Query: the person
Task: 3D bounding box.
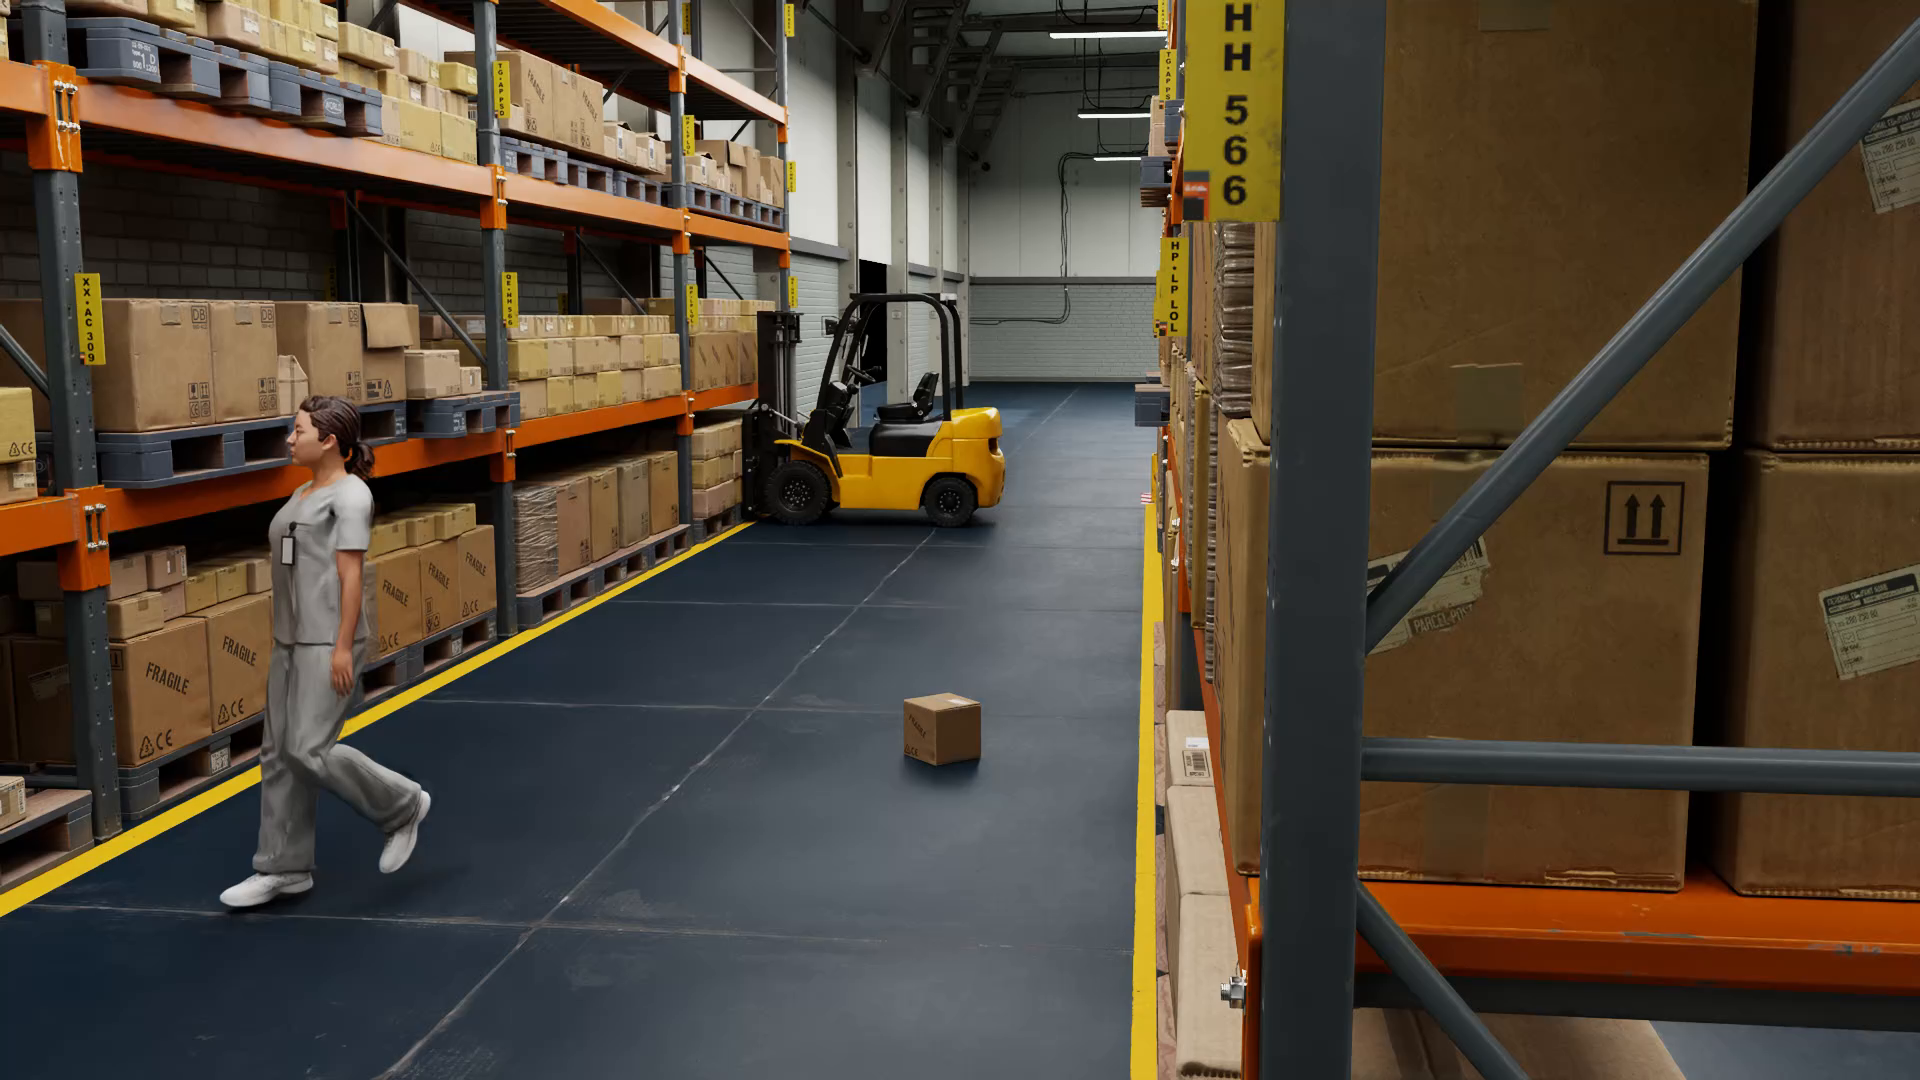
[{"bbox_3d":[-2.141,0.358,5.510,0.472,1.663,0.657,7,10,43],"label":"person"}]
